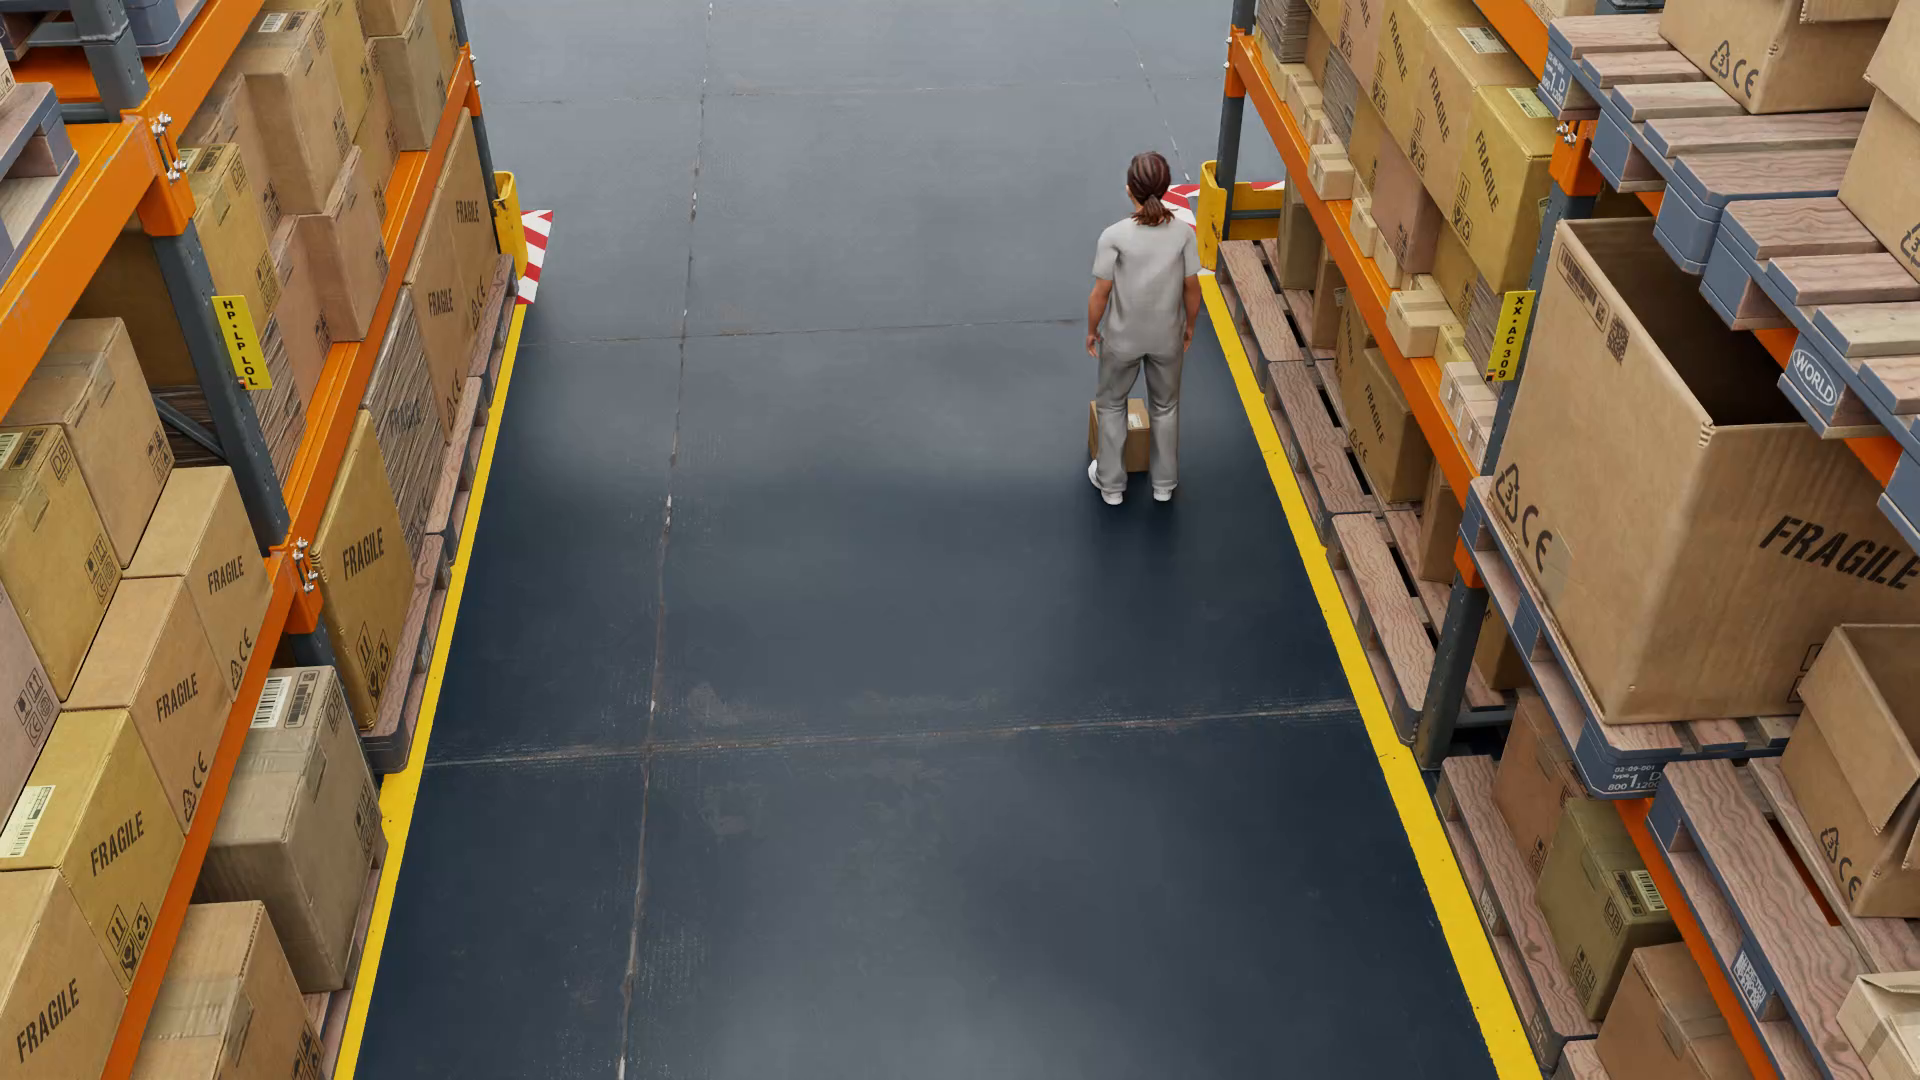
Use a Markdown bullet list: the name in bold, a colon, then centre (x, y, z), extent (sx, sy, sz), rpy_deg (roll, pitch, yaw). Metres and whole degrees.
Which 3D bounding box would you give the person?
- **person**: centre (0.790, -0.889, 7.243), extent (0.486, 1.673, 0.357), rpy_deg (-3, 39, -4)
